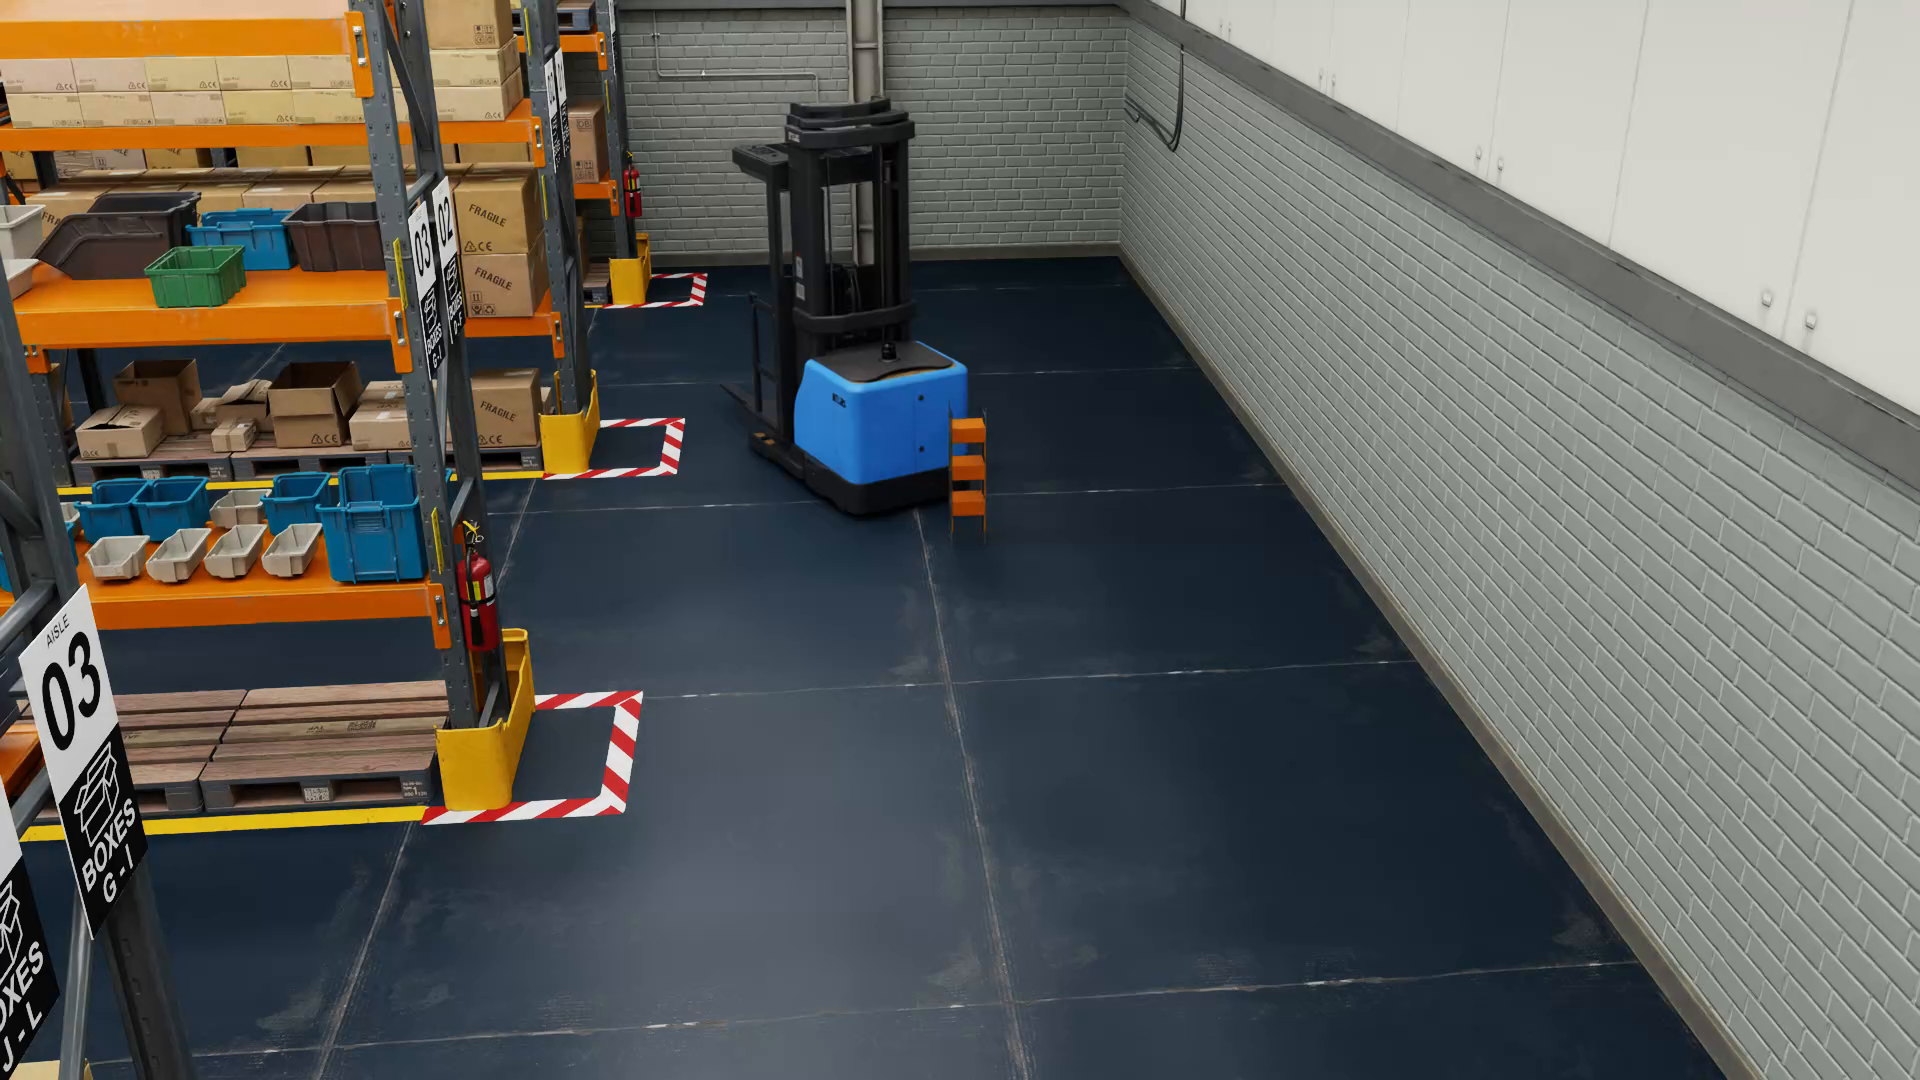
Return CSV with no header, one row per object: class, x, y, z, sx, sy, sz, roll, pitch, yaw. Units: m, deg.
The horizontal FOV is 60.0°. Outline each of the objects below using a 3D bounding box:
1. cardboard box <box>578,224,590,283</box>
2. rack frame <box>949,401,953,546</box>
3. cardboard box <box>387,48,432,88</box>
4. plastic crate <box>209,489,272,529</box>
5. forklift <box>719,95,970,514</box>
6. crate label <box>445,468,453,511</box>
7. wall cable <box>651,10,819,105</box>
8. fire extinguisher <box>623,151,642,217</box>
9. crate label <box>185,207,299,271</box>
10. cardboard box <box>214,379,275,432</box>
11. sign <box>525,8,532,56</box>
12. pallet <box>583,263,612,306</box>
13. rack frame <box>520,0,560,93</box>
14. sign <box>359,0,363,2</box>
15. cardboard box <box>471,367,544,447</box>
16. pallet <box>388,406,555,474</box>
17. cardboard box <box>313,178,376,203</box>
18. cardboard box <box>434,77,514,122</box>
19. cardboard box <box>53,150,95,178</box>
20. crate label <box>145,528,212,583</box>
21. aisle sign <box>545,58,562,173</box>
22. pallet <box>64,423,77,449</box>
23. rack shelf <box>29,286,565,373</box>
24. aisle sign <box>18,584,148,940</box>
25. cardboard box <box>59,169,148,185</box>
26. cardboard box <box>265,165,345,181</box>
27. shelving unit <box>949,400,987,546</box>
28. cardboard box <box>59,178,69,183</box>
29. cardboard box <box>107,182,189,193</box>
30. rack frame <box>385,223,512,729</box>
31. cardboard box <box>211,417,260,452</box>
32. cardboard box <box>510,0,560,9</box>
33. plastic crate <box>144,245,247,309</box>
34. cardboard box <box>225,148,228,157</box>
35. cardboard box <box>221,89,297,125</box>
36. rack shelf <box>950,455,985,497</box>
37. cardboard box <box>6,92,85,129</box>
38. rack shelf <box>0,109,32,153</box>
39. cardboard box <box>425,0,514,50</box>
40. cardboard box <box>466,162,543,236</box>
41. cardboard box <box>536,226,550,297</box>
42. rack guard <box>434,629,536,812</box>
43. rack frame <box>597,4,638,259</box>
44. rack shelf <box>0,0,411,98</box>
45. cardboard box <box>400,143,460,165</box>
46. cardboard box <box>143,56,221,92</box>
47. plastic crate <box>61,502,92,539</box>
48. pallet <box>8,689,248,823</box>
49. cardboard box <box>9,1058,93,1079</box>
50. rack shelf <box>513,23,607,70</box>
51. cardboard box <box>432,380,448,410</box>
cardboard box,-4.350,-3.128,18.154,0.500,0.500,0.700,-2,24,-5
rack frame,-0.068,-0.477,12.031,0.008,1.050,0.200,-2,24,-5
cardboard box,-4.157,-3.531,12.378,0.500,0.250,0.500,-2,24,-5
plastic crate,-3.970,-0.166,9.181,0.298,0.136,0.250,-2,24,-5
forklift,-1.103,-2.088,13.338,1.130,2.935,3.031,-13,27,-28
crate label,-2.968,-0.216,9.176,0.303,0.233,0.416,-2,24,-5
wall cable,-2.482,-5.044,18.655,1.851,1.984,0.084,-2,24,-5
fire extinguisher,-3.468,-3.760,17.571,0.183,0.674,0.296,-2,24,-5
crate label,-3.640,-1.539,8.509,0.502,0.251,0.408,-2,24,-5
cardboard box,-5.868,-1.124,13.855,0.500,0.311,0.500,-2,24,-5
sign,-3.138,-3.695,12.086,0.005,0.325,0.100,-2,24,-5
pallet,-4.451,-2.809,18.309,1.213,0.211,1.003,-2,24,-5
rack frame,-3.173,-4.886,12.163,0.127,3.000,1.000,-2,24,-5
sign,-2.619,-2.514,7.225,0.005,0.325,0.100,-2,24,-5
cardboard box,-3.690,-1.082,13.527,0.500,0.500,0.500,-2,24,-5
pallet,-4.042,-0.835,13.869,1.213,0.211,1.003,-2,24,-5
cardboard box,-4.607,-2.475,12.771,0.500,0.500,0.500,-2,24,-4
cardboard box,-3.658,-3.319,12.517,0.500,0.250,0.500,-2,24,-5
cardboard box,-9.086,-4.016,17.079,0.500,0.500,0.500,-2,24,-5
crate label,-4.048,0.083,8.620,0.243,0.136,0.396,-2,24,-5
aisle sign,-3.075,-3.211,12.581,0.004,0.787,0.394,-2,24,-5
pallet,-7.959,-0.663,13.481,1.213,0.211,1.003,-2,24,-5
rack shelf,-5.163,-1.736,13.348,4.000,0.370,1.077,-2,24,-5
aisle sign,-2.161,0.548,4.124,0.004,0.787,0.394,-2,24,-5
cardboard box,-6.676,-2.612,13.080,0.500,0.500,0.500,-2,24,-5
cardboard box,-5.164,-2.673,13.217,0.500,0.500,0.500,-3,24,-6
shelving unit,0.053,-0.482,12.042,0.252,1.050,0.215,-2,24,-5
cardboard box,-9.221,-3.720,17.212,0.250,0.149,0.380,-3,24,-7
cardboard box,-6.143,-2.413,12.632,0.500,0.500,0.500,-3,24,-7
rack frame,-2.690,-0.142,8.877,0.127,3.000,1.000,-2,24,-5
cardboard box,-5.855,-0.859,13.436,0.250,0.166,0.380,-2,24,-5
cardboard box,-4.366,-5.550,16.894,0.500,0.250,0.500,-2,24,-4
plastic crate,-3.643,-1.261,7.962,0.336,0.188,0.450,-2,24,-5
cardboard box,-8.127,-4.261,17.630,0.500,0.500,0.500,-3,24,-7
cardboard box,-5.152,-3.265,12.395,0.500,0.250,0.500,-2,24,-5
rack shelf,0.053,-0.472,12.046,0.240,0.259,0.215,-2,24,-5
cardboard box,-6.645,-3.206,12.262,0.500,0.250,0.500,-2,24,-5
rack shelf,-9.144,-2.947,12.379,4.000,0.370,1.077,-2,24,-5
cardboard box,-3.682,-3.991,12.488,0.500,0.500,0.700,-2,24,-5
cardboard box,-3.640,-2.736,13.358,0.500,0.500,0.500,-2,24,-4
cardboard box,-3.640,-2.279,13.561,0.500,0.500,0.500,-2,24,-4
rack guard,-2.667,0.994,9.398,0.348,0.500,1.175,-2,24,-5
rack frame,-3.663,-4.146,17.886,0.127,3.000,1.000,-2,24,-5
rack shelf,-4.680,-2.292,7.706,4.000,0.370,1.077,-2,24,-5
cardboard box,-5.652,-4.199,17.634,0.700,0.700,0.980,-3,24,-8
cardboard box,-5.649,-3.470,12.240,0.500,0.250,0.500,-2,24,-5
plastic crate,-4.967,-0.080,8.988,0.466,0.136,0.293,-2,24,-5
pallet,-4.725,1.197,9.298,1.213,0.211,1.003,-2,24,-5
cardboard box,-2.707,1.703,4.545,0.500,0.250,0.500,-3,24,-7
rack shelf,-5.654,-5.109,17.243,4.000,0.370,1.077,-2,24,-5
cardboard box,-4.239,-1.162,14.015,0.500,0.250,0.500,-2,24,-5
